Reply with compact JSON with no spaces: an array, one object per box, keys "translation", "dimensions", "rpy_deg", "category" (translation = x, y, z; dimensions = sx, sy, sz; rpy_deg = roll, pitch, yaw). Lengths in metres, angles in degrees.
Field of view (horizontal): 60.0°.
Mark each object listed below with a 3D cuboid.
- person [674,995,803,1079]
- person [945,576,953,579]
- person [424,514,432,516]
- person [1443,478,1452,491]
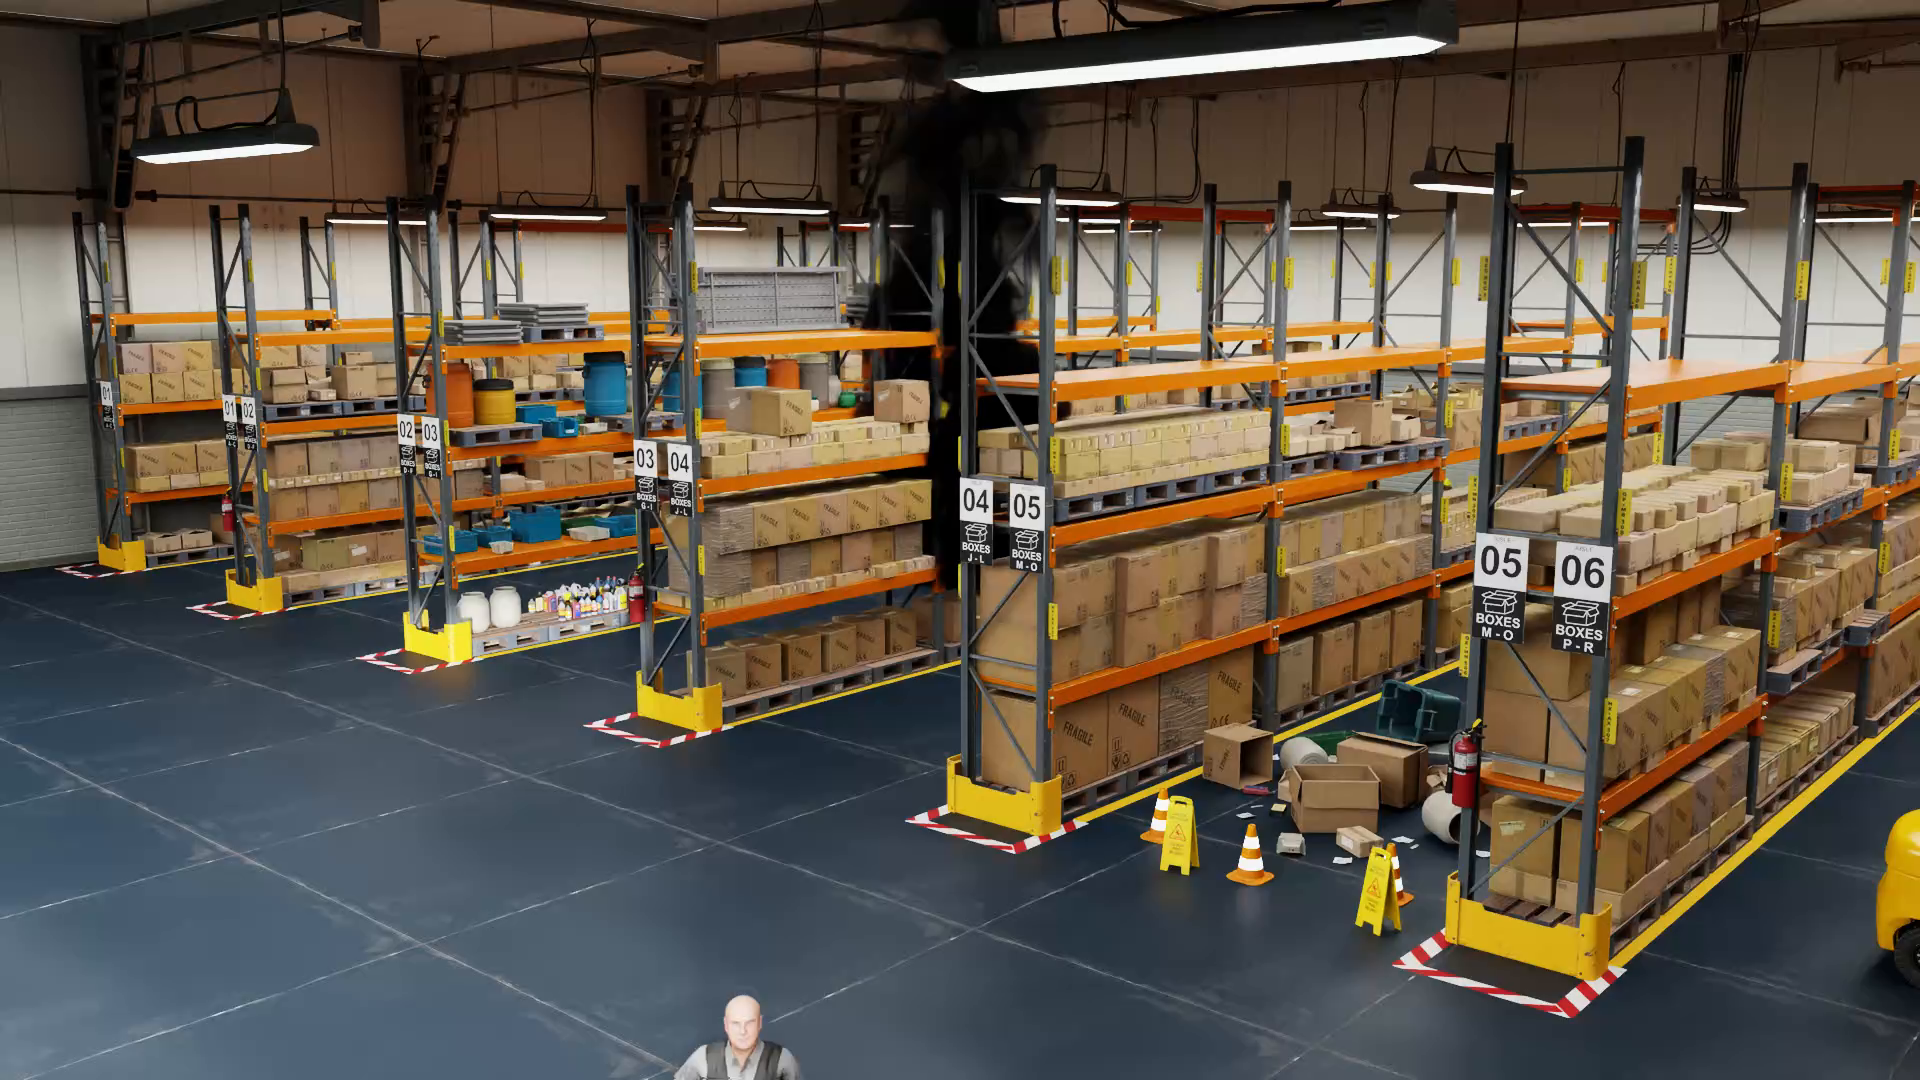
[{"translation":[-1.031,3.022,7.934],"dimensions":[0.635,1.775,0.801],"rpy_deg":[-2,10,-10],"category":"person"},{"translation":[-0.094,-0.246,26.115],"dimensions":[0.612,1.665,0.621],"rpy_deg":[6,11,32],"category":"person"},{"translation":[-9.499,-0.580,29.771],"dimensions":[0.532,1.612,0.799],"rpy_deg":[6,11,32],"category":"person"},{"translation":[7.650,-0.084,26.402],"dimensions":[0.677,1.825,0.797],"rpy_deg":[8,12,39],"category":"person"}]
